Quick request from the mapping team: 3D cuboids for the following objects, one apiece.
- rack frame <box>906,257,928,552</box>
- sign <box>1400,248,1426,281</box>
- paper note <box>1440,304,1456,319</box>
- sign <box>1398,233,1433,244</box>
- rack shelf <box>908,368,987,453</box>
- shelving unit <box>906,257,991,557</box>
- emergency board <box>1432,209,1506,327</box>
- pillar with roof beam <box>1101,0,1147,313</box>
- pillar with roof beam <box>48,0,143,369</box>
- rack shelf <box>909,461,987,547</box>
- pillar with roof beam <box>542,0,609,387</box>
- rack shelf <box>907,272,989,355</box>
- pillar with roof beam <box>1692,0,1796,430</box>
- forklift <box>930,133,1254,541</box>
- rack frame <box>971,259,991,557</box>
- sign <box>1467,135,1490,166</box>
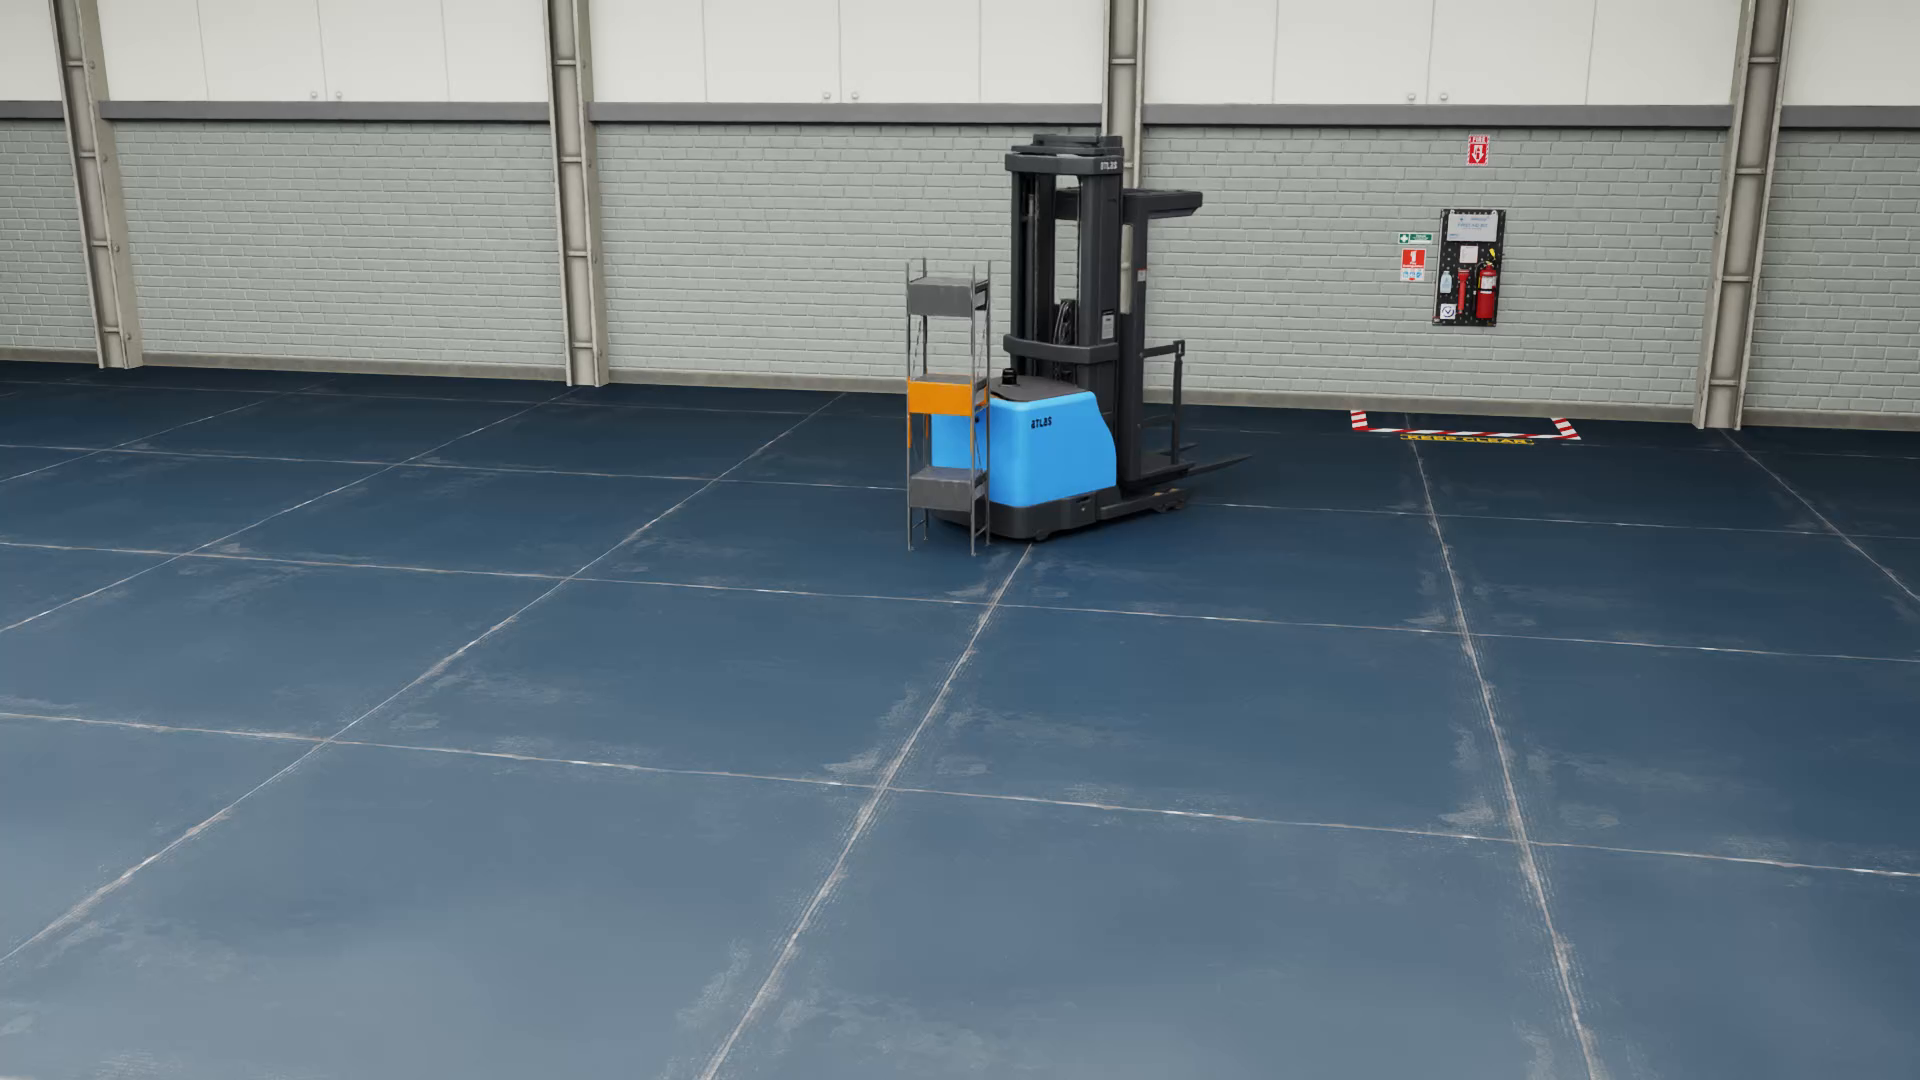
[{"bbox_3d":[-0.312,-0.977,12.085,0.015,2.100,0.400,5,16,17],"label":"rack frame"},{"bbox_3d":[4.604,-2.795,16.897,0.234,0.329,0.001,3,16,11],"label":"sign"},{"bbox_3d":[4.965,-2.325,16.915,0.142,0.148,0.016,3,16,11],"label":"paper note"},{"bbox_3d":[4.606,-3.048,16.817,0.331,0.109,0.001,3,16,11],"label":"sign"},{"bbox_3d":[-0.080,-0.943,12.016,0.480,0.518,0.431,5,16,17],"label":"rack shelf"},{"bbox_3d":[-0.080,-0.957,12.012,0.503,2.100,0.431,5,16,17],"label":"shelving unit"},{"bbox_3d":[5.125,-2.722,16.699,0.643,1.169,0.194,3,16,11],"label":"emergency board"},{"bbox_3d":[0.801,-4.664,12.474,0.400,9.000,9.100,3,16,11],"label":"pillar with roof beam"},{"bbox_3d":[-10.958,-5.303,14.778,0.400,9.000,9.100,3,16,11],"label":"pillar with roof beam"},{"bbox_3d":[-0.080,-0.269,12.203,0.480,0.518,0.431,5,16,17],"label":"rack shelf"},{"bbox_3d":[-5.078,-4.984,13.626,0.400,9.000,9.100,3,16,11],"label":"pillar with roof beam"},{"bbox_3d":[-0.080,-1.618,11.829,0.480,0.518,0.431,5,16,17],"label":"rack shelf"},{"bbox_3d":[6.681,-4.345,11.322,0.400,9.000,9.100,3,16,11],"label":"pillar with roof beam"},{"bbox_3d":[1.190,-1.717,13.199,3.031,2.935,1.130,-14,21,-41],"label":"forklift"},{"bbox_3d":[0.152,-0.936,11.939,0.015,2.100,0.400,5,16,17],"label":"rack frame"},{"bbox_3d":[5.137,-3.865,16.485,0.199,0.298,0.001,3,16,11],"label":"sign"}]
